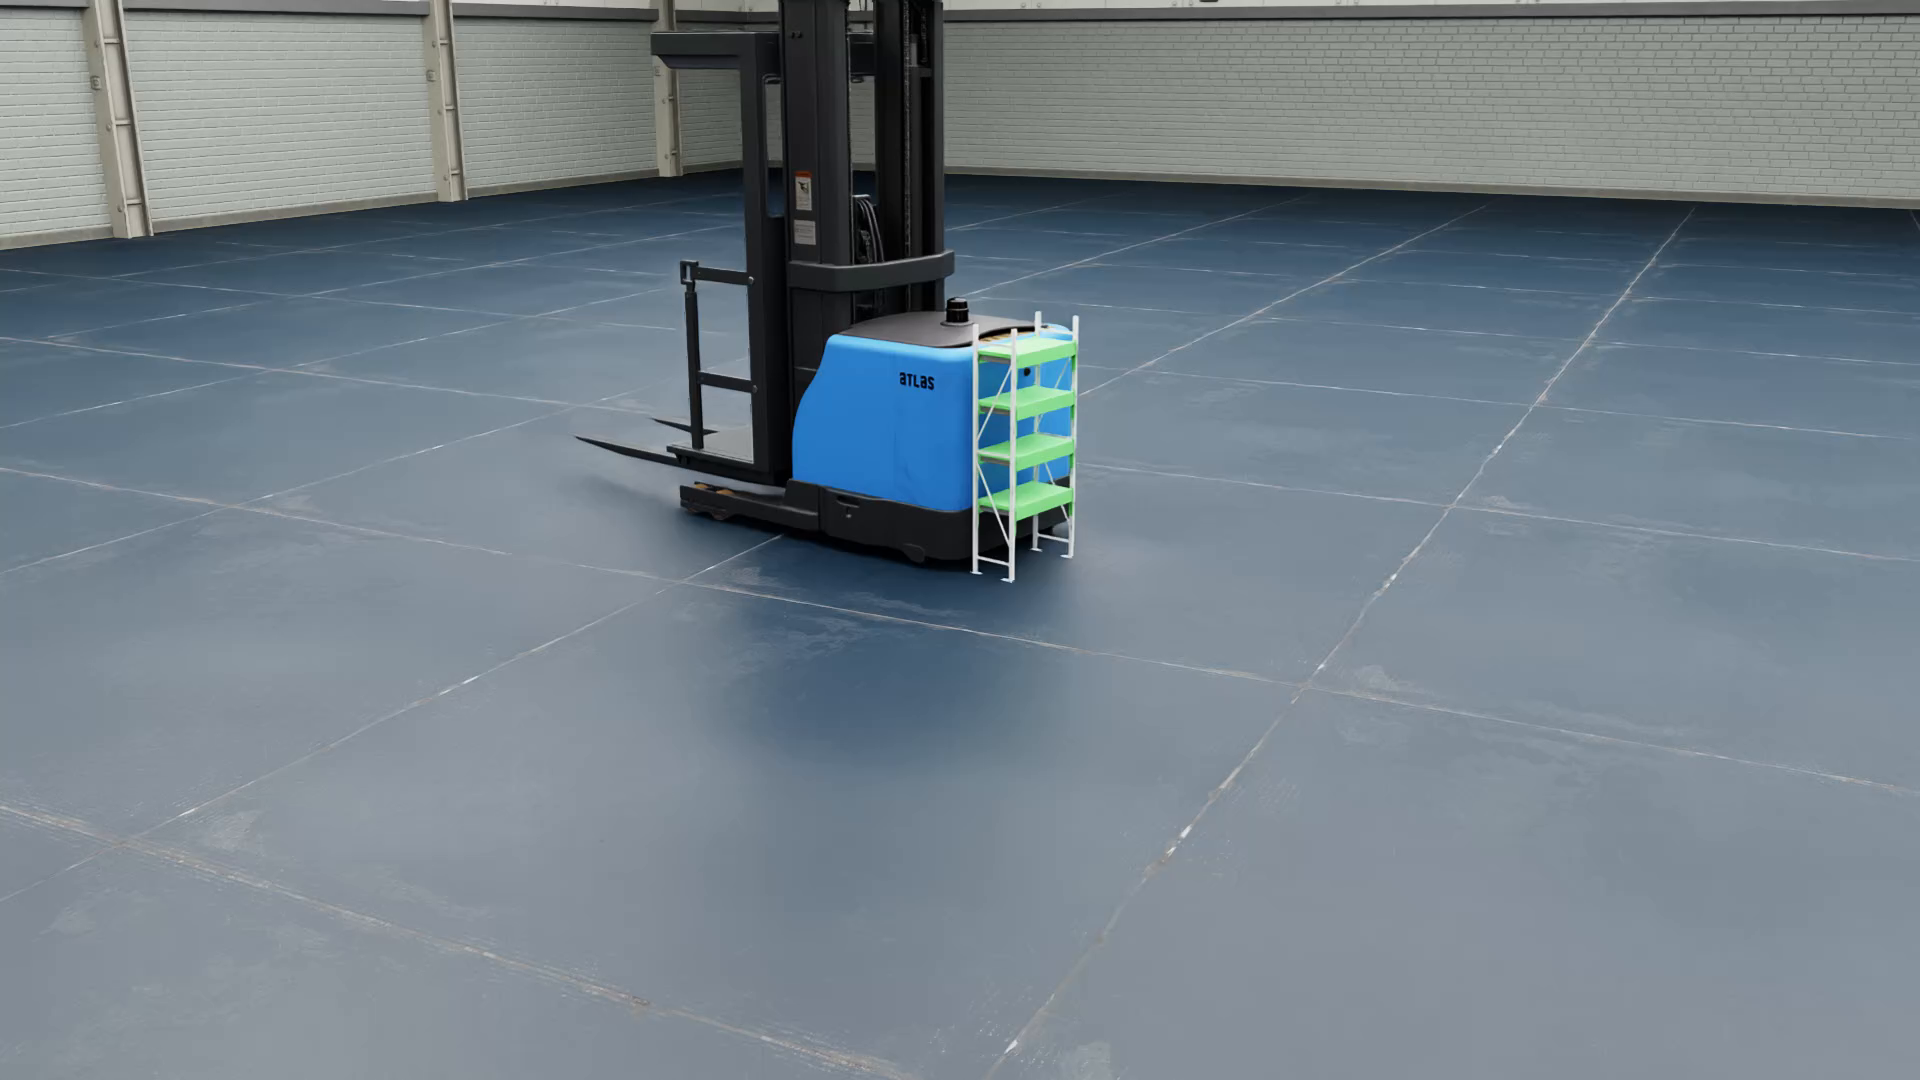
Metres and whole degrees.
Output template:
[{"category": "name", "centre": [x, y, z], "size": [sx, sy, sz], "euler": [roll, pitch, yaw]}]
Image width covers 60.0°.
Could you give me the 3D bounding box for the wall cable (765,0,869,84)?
[{"category": "wall cable", "centre": [-3.141, -10.505, 33.543], "size": [3.097, 2.526, 0.112], "euler": [8, 18, 25]}]

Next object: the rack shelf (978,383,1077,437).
[{"category": "rack shelf", "centre": [0.310, -0.619, 7.883], "size": [0.258, 0.148, 0.480], "euler": [13, 21, 37]}]

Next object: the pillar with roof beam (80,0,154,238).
[{"category": "pillar with roof beam", "centre": [-7.151, -7.807, 19.006], "size": [9.100, 9.000, 0.400], "euler": [8, 18, 25]}]

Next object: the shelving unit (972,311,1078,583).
[{"category": "shelving unit", "centre": [0.310, -0.450, 7.933], "size": [0.258, 1.200, 0.503], "euler": [13, 21, 37]}]

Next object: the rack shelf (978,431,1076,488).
[{"category": "rack shelf", "centre": [0.310, -0.389, 7.951], "size": [0.258, 0.148, 0.480], "euler": [13, 21, 37]}]

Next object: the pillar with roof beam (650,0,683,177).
[{"category": "pillar with roof beam", "centre": [-1.789, -10.864, 29.297], "size": [9.100, 9.000, 0.400], "euler": [8, 18, 25]}]

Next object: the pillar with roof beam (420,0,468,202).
[{"category": "pillar with roof beam", "centre": [-4.470, -9.336, 24.151], "size": [9.100, 9.000, 0.400], "euler": [8, 18, 25]}]

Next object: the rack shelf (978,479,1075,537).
[{"category": "rack shelf", "centre": [0.310, -0.159, 8.020], "size": [0.258, 0.148, 0.480], "euler": [13, 21, 37]}]

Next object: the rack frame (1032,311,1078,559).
[{"category": "rack frame", "centre": [0.462, -0.505, 8.116], "size": [0.240, 1.200, 0.015], "euler": [13, 21, 37]}]

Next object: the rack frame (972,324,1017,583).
[{"category": "rack frame", "centre": [0.158, -0.396, 7.750], "size": [0.240, 1.200, 0.015], "euler": [13, 21, 37]}]

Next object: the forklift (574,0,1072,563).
[{"category": "forklift", "centre": [-0.887, -1.612, 8.804], "size": [3.031, 2.935, 1.130], "euler": [13, 21, 37]}]

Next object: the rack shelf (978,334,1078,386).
[{"category": "rack shelf", "centre": [0.310, -0.849, 7.815], "size": [0.258, 0.148, 0.480], "euler": [13, 21, 37]}]
